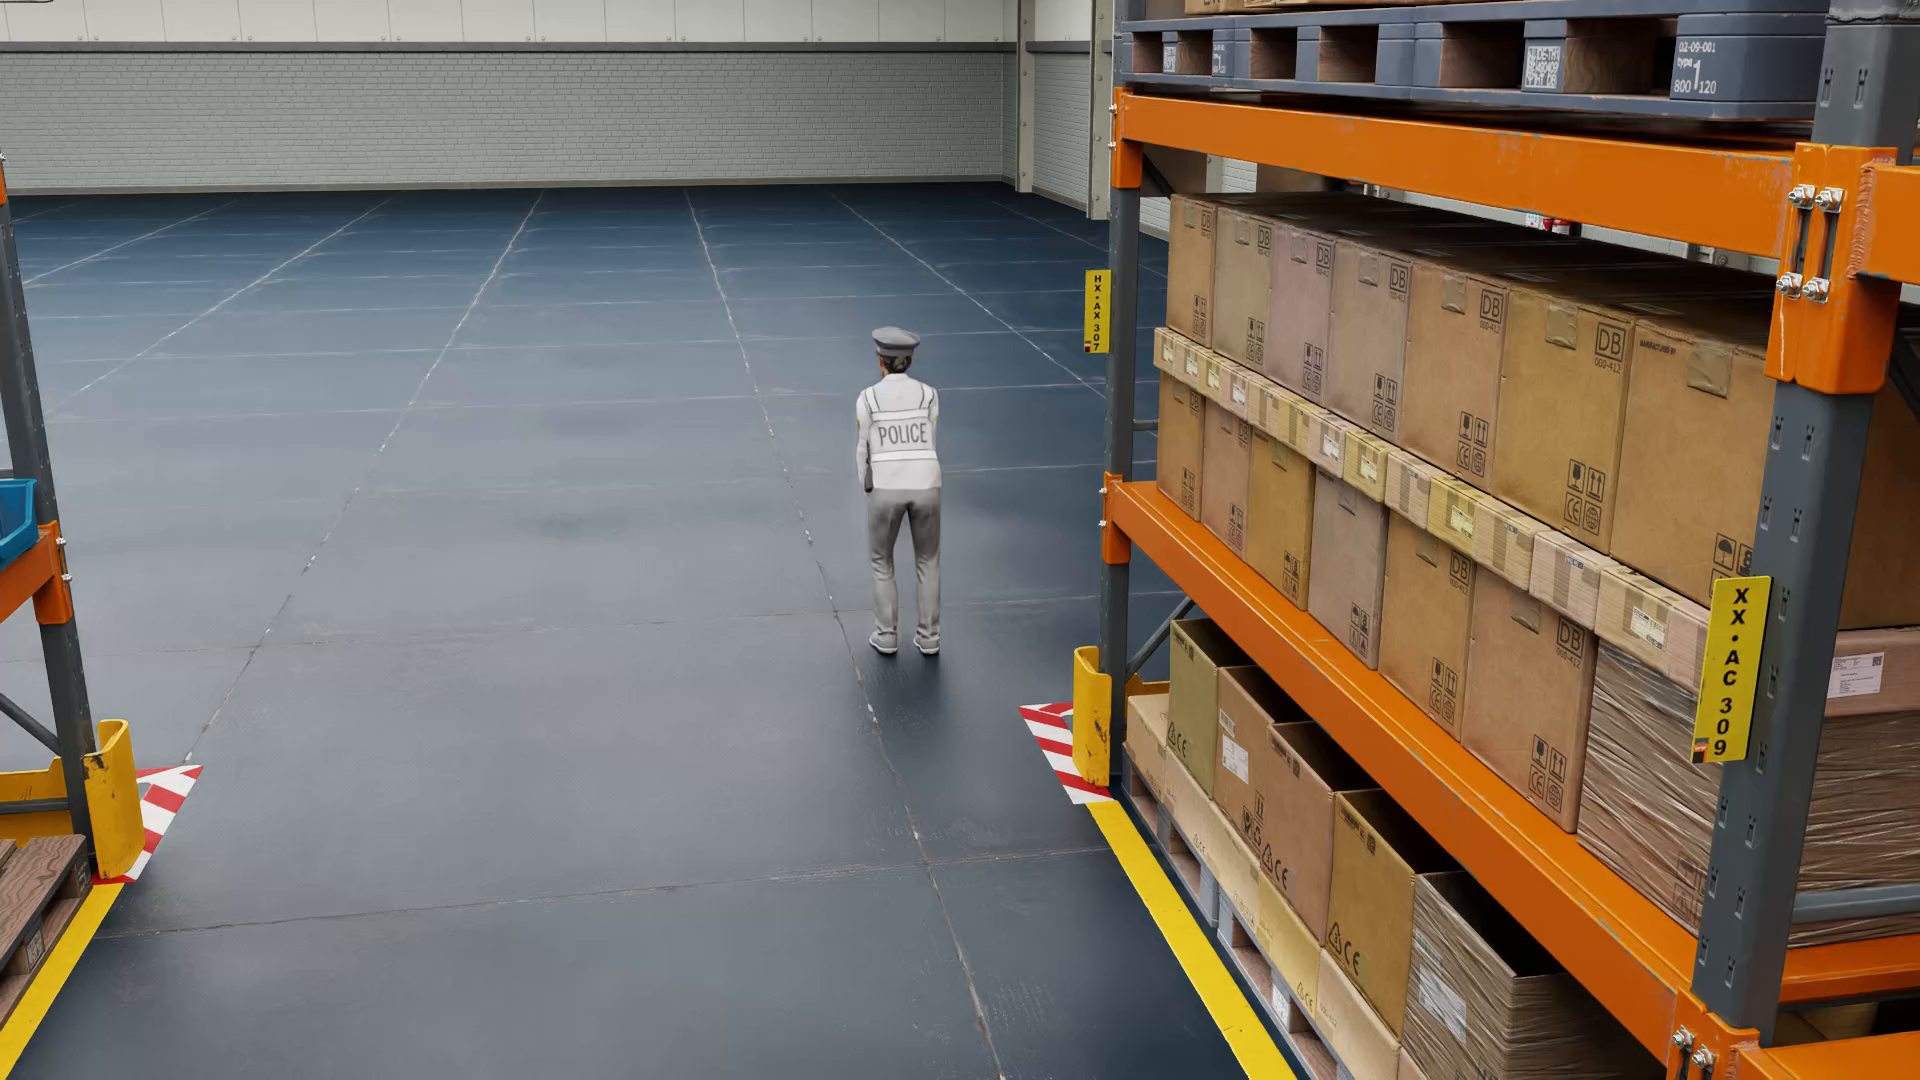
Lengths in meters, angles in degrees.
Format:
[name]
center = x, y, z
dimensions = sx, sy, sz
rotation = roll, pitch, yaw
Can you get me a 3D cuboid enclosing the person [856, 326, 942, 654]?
[person]
center = -0.312, -0.239, 8.389
dimensions = 0.415, 1.648, 0.549
rotation = -3, 17, -11
